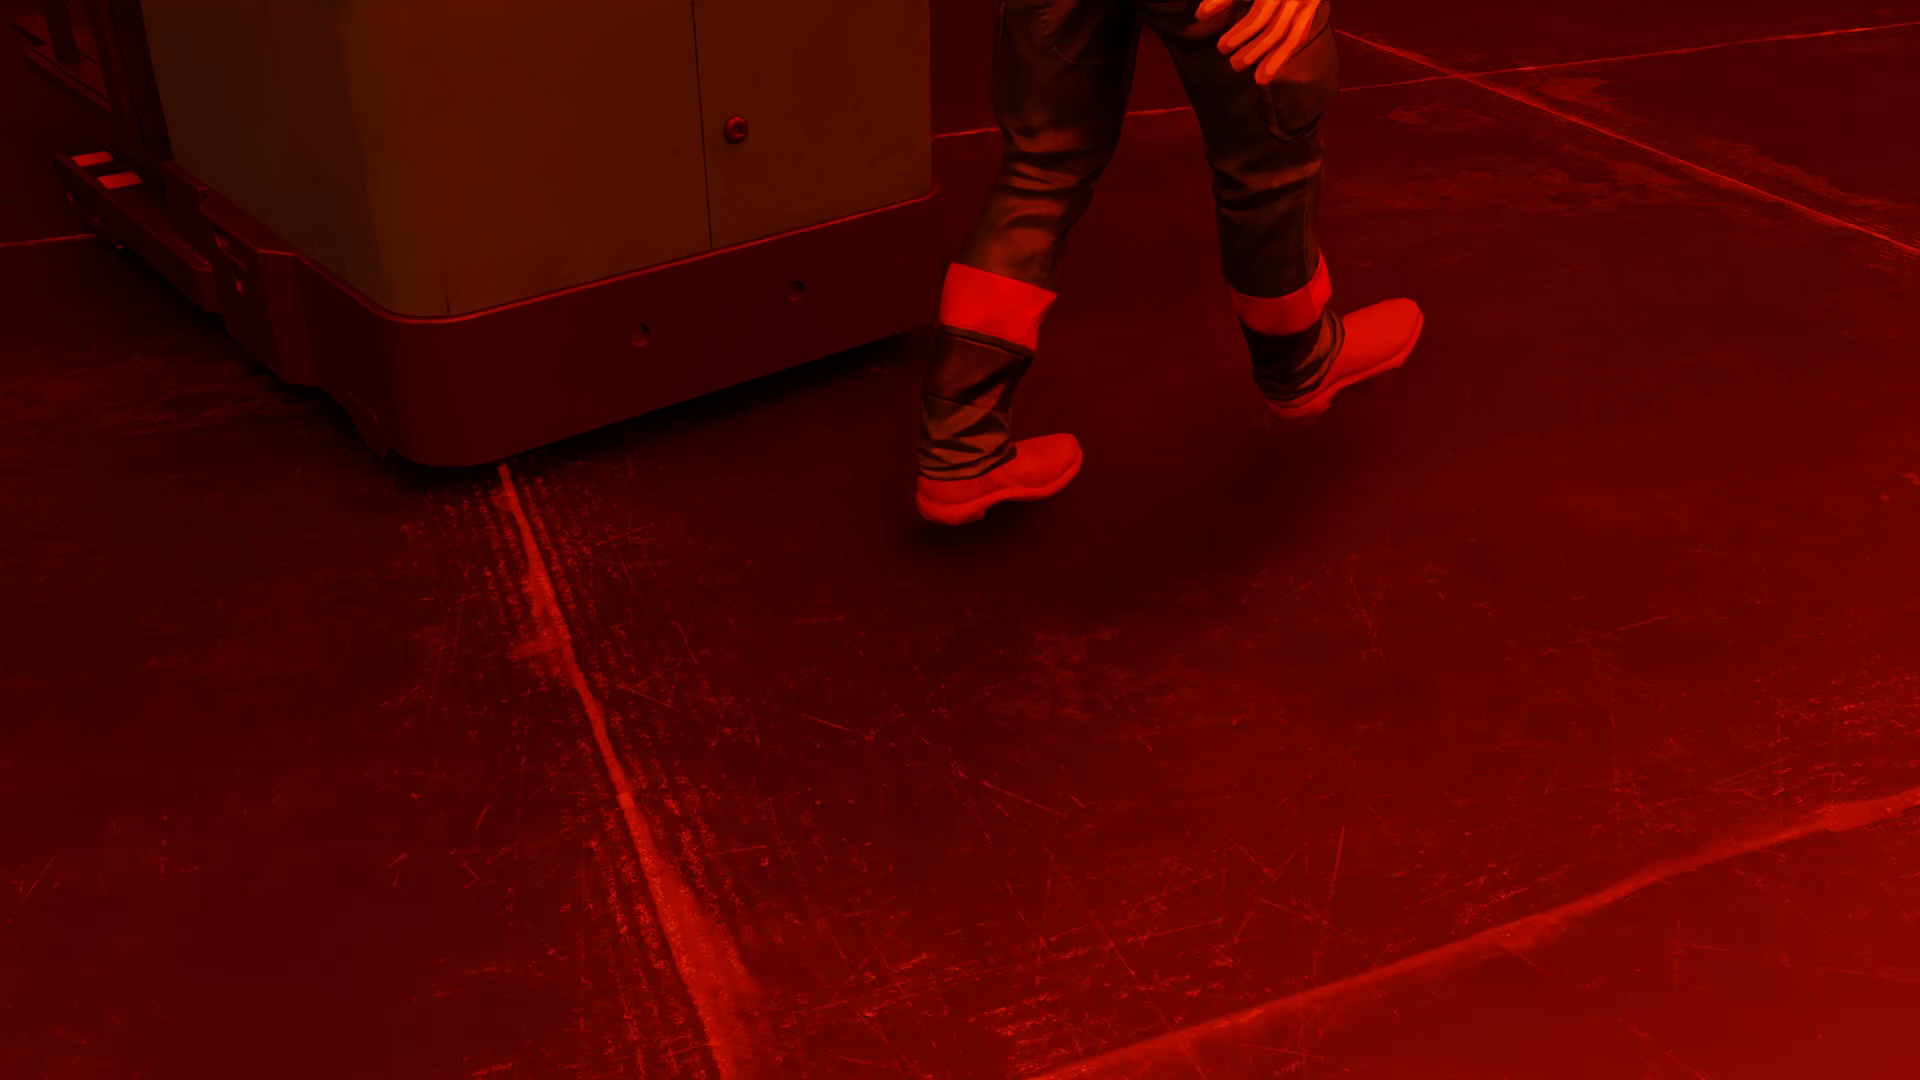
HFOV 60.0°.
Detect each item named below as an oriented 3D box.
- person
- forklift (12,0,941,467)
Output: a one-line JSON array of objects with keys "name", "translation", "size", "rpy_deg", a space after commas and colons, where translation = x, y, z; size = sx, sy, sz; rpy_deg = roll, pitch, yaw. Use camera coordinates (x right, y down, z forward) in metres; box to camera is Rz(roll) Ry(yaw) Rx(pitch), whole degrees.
[{"name": "person", "translation": [0.348, -0.888, 2.225], "size": [0.898, 1.737, 0.743], "rpy_deg": [-22, 36, -33]}, {"name": "forklift", "translation": [-1.364, -2.042, 3.123], "size": [1.130, 2.935, 3.031], "rpy_deg": [-22, 37, -34]}]
